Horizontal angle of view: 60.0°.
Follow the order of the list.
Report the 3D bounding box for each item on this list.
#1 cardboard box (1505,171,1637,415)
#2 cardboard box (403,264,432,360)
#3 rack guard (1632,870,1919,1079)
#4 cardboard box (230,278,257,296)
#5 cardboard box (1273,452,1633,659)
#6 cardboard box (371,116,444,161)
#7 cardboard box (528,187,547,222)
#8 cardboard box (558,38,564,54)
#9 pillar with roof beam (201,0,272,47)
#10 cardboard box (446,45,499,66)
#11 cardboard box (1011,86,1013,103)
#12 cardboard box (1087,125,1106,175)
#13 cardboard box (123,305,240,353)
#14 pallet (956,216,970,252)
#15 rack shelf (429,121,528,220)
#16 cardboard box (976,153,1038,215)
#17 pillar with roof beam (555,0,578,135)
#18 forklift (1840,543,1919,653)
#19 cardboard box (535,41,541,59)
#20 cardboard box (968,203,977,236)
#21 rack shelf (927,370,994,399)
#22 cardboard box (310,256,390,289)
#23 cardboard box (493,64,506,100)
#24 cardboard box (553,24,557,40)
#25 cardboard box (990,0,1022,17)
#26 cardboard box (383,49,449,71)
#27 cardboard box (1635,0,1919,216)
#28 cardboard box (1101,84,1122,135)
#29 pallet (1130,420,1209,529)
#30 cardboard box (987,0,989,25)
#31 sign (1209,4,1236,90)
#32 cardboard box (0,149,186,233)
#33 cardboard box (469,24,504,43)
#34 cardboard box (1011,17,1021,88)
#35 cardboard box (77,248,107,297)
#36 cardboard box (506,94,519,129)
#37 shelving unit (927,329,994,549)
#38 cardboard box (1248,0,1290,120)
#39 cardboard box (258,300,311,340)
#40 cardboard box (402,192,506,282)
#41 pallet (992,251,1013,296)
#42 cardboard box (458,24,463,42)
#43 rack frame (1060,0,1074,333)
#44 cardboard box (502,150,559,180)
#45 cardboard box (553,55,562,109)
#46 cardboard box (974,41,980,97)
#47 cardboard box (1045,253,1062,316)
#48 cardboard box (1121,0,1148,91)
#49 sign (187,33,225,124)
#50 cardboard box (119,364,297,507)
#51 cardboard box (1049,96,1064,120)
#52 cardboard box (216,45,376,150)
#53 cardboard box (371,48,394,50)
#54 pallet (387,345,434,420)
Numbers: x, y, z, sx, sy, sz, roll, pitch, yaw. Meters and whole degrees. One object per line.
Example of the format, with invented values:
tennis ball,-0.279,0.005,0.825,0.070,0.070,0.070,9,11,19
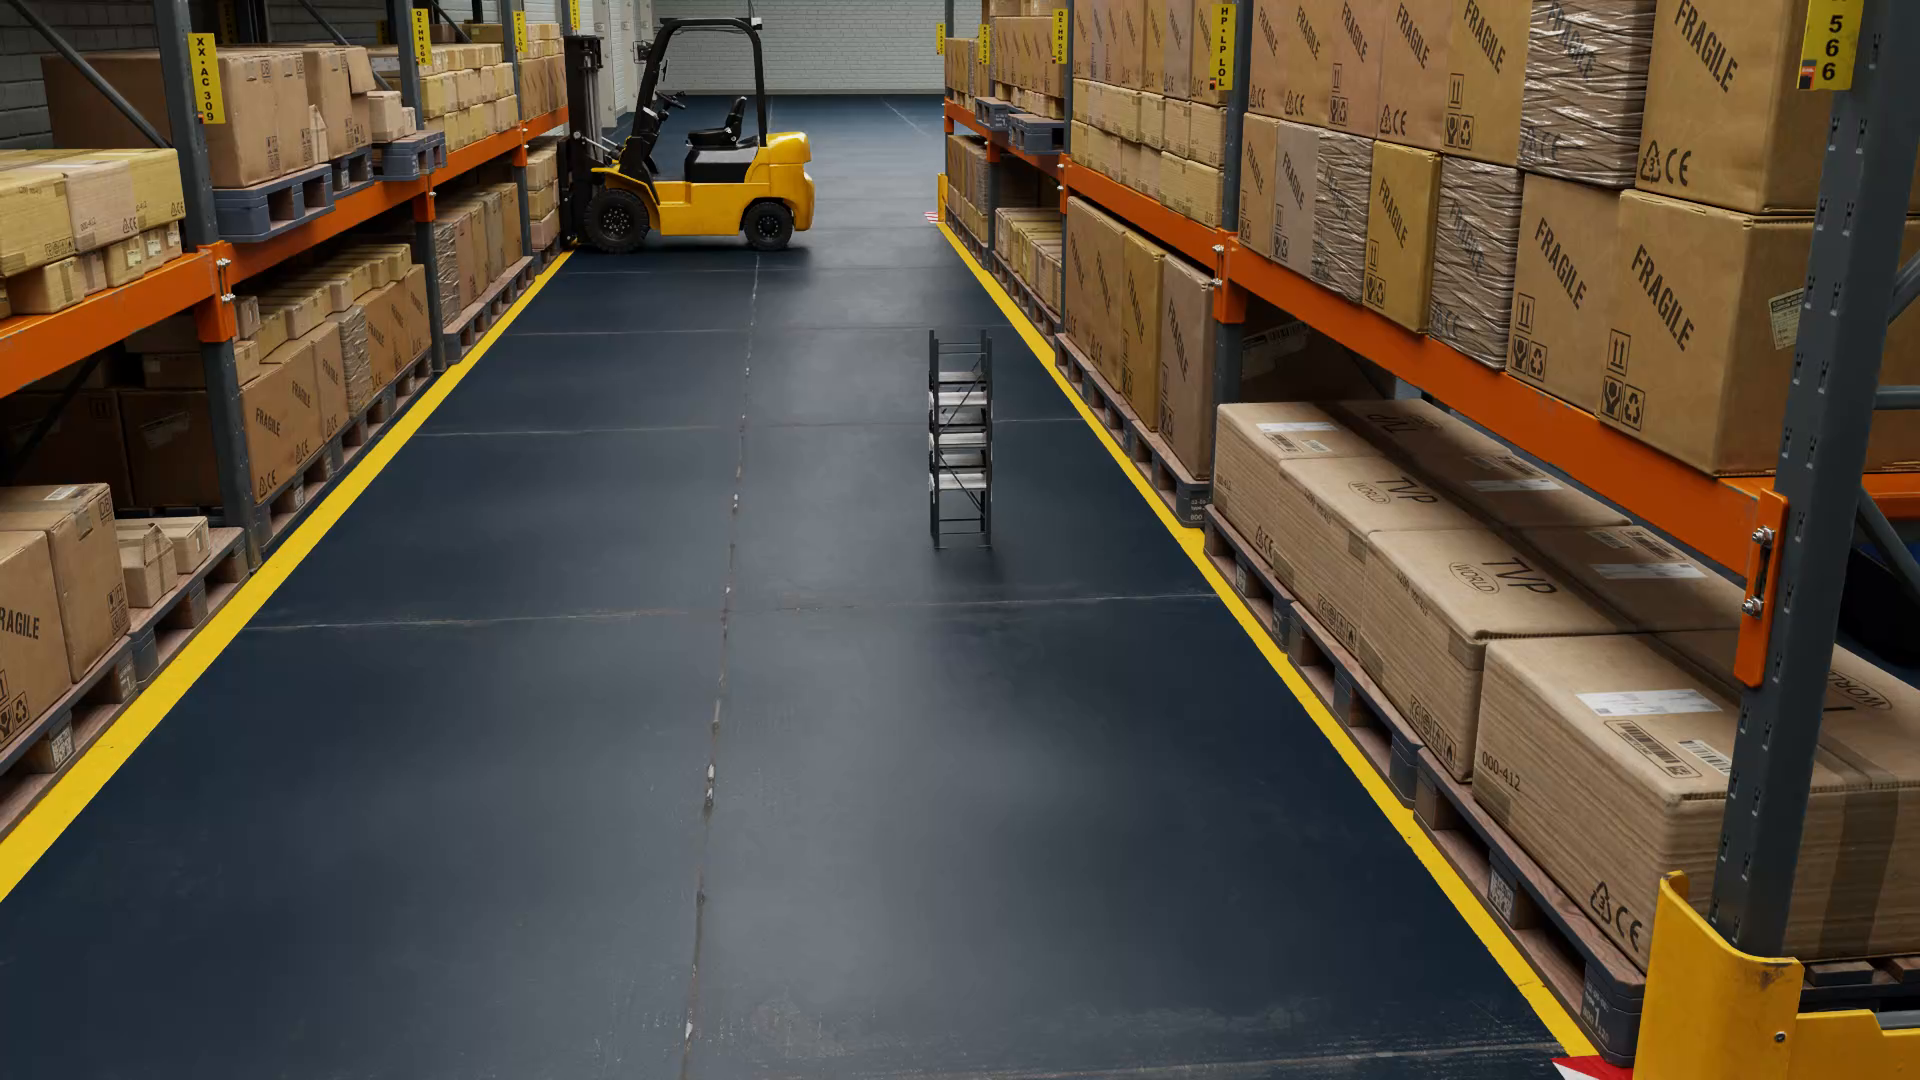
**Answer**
cardboard box,1.639,-0.589,3.877,0.500,0.500,0.500,-2,18,-7
cardboard box,-3.515,-1.373,10.014,0.500,0.500,0.500,-1,17,-4
rack guard,1.992,0.944,3.334,1.175,0.500,0.348,-2,18,-6
cardboard box,-3.842,-1.253,8.549,0.380,0.149,0.250,-2,18,-5
cardboard box,1.628,0.032,5.643,0.875,0.438,0.875,-2,18,-7
cardboard box,-3.575,-2.552,10.550,0.500,0.250,0.500,-2,18,-5
cardboard box,-3.928,-2.957,14.642,0.500,0.250,0.500,-2,18,-6
cardboard box,-4.228,-5.055,17.021,0.380,0.149,0.250,-1,17,-5
pillar with roof beam,-0.522,-5.840,10.756,9.100,9.000,0.400,-2,18,-6
cardboard box,-3.753,-3.713,12.747,0.380,0.149,0.250,-2,18,-7
cardboard box,0.601,-3.502,13.042,0.380,0.149,0.250,-2,17,-5
cardboard box,1.035,-2.261,9.622,0.500,0.250,0.500,-2,18,-7
cardboard box,-3.193,-0.865,6.817,0.380,0.149,0.250,-2,18,-7
pallet,0.518,-3.063,16.582,1.003,0.211,1.213,-2,18,-6
rack shelf,-3.979,-2.737,12.088,1.077,0.370,4.000,-2,18,-6
cardboard box,0.424,-3.245,15.142,0.500,0.500,0.500,-2,18,-6
pillar with roof beam,-2.378,-11.203,27.838,9.100,9.000,0.400,-2,18,-6
forklift,3.853,-1.383,6.689,1.130,2.935,3.031,1,17,4
cardboard box,-4.017,-4.444,15.075,0.380,0.149,0.250,-2,18,-6
cardboard box,0.358,-3.045,15.758,0.500,0.250,0.500,-2,18,-7
rack shelf,0.001,-0.653,6.964,0.258,0.077,0.200,-2,18,-6
cardboard box,-3.428,-1.502,9.343,0.380,0.149,0.250,-2,18,-7
cardboard box,-3.820,-3.552,12.898,0.500,0.250,0.500,-2,18,-7
cardboard box,-4.152,-4.966,16.242,0.380,0.149,0.250,-1,17,-4
cardboard box,0.448,-4.379,13.670,0.380,0.149,0.250,-2,18,-6
cardboard box,-3.689,-3.252,11.279,0.380,0.149,0.250,-2,17,-5
cardboard box,1.703,-0.916,3.252,0.500,0.500,0.500,-1,17,-4
cardboard box,1.062,-2.344,9.052,0.500,0.250,0.500,-2,18,-6
pallet,1.422,-0.344,7.921,1.003,0.211,1.213,-2,18,-6
cardboard box,0.654,-5.392,17.013,0.700,0.500,0.500,-2,18,-5
sign,1.038,-1.942,6.554,0.100,0.325,0.005,-2,18,-6
cardboard box,-3.065,-1.219,5.805,0.500,0.250,0.500,-1,17,-4
cardboard box,-3.923,-4.279,14.053,0.380,0.149,0.250,-1,17,-5
cardboard box,0.668,-3.622,12.343,0.500,0.500,0.500,-2,18,-8
cardboard box,-2.977,-0.853,5.305,0.380,0.149,0.250,-1,17,-4
cardboard box,-3.873,-3.462,13.448,0.500,0.250,0.500,-1,17,-4
shelving unit,0.001,-0.427,7.035,0.258,0.900,0.210,-2,18,-6
cardboard box,1.385,-1.822,6.138,0.500,0.500,0.500,-2,18,-5
cardboard box,-3.306,-1.038,7.865,0.380,0.149,0.250,-2,18,-6
cardboard box,-4.048,-2.357,12.940,0.875,0.625,0.625,-2,18,-6
pallet,0.833,-2.268,14.049,1.003,0.211,1.213,-2,18,-6
cardboard box,-4.544,-4.415,14.487,0.380,0.149,0.250,-2,18,-6
rack frame,1.164,-2.639,10.574,1.000,3.000,0.127,-2,18,-6
cardboard box,-4.029,-3.496,15.525,0.500,0.250,0.500,-1,17,-4
cardboard box,-4.188,-4.469,16.239,0.500,0.500,0.500,-2,18,-7
cardboard box,0.398,-4.298,15.196,0.500,0.500,0.500,-1,17,-4
cardboard box,1.116,-1.754,11.442,0.950,0.372,0.625,-3,18,-9
cardboard box,1.119,-2.556,8.476,0.500,0.500,0.500,-1,17,-5
sign,-2.821,-1.725,6.217,0.100,0.325,0.005,-2,18,-6
cardboard box,-3.186,-0.451,7.079,0.500,0.500,0.500,-1,17,-3
cardboard box,0.797,-2.887,11.084,0.380,0.149,0.250,-2,17,-5
cardboard box,-3.420,-2.253,8.473,0.797,0.503,0.637,-2,18,-7
cardboard box,-4.185,-3.389,11.714,0.380,0.149,0.250,-1,17,-4
pallet,-3.733,-0.930,9.788,1.003,0.211,1.213,-2,18,-6
